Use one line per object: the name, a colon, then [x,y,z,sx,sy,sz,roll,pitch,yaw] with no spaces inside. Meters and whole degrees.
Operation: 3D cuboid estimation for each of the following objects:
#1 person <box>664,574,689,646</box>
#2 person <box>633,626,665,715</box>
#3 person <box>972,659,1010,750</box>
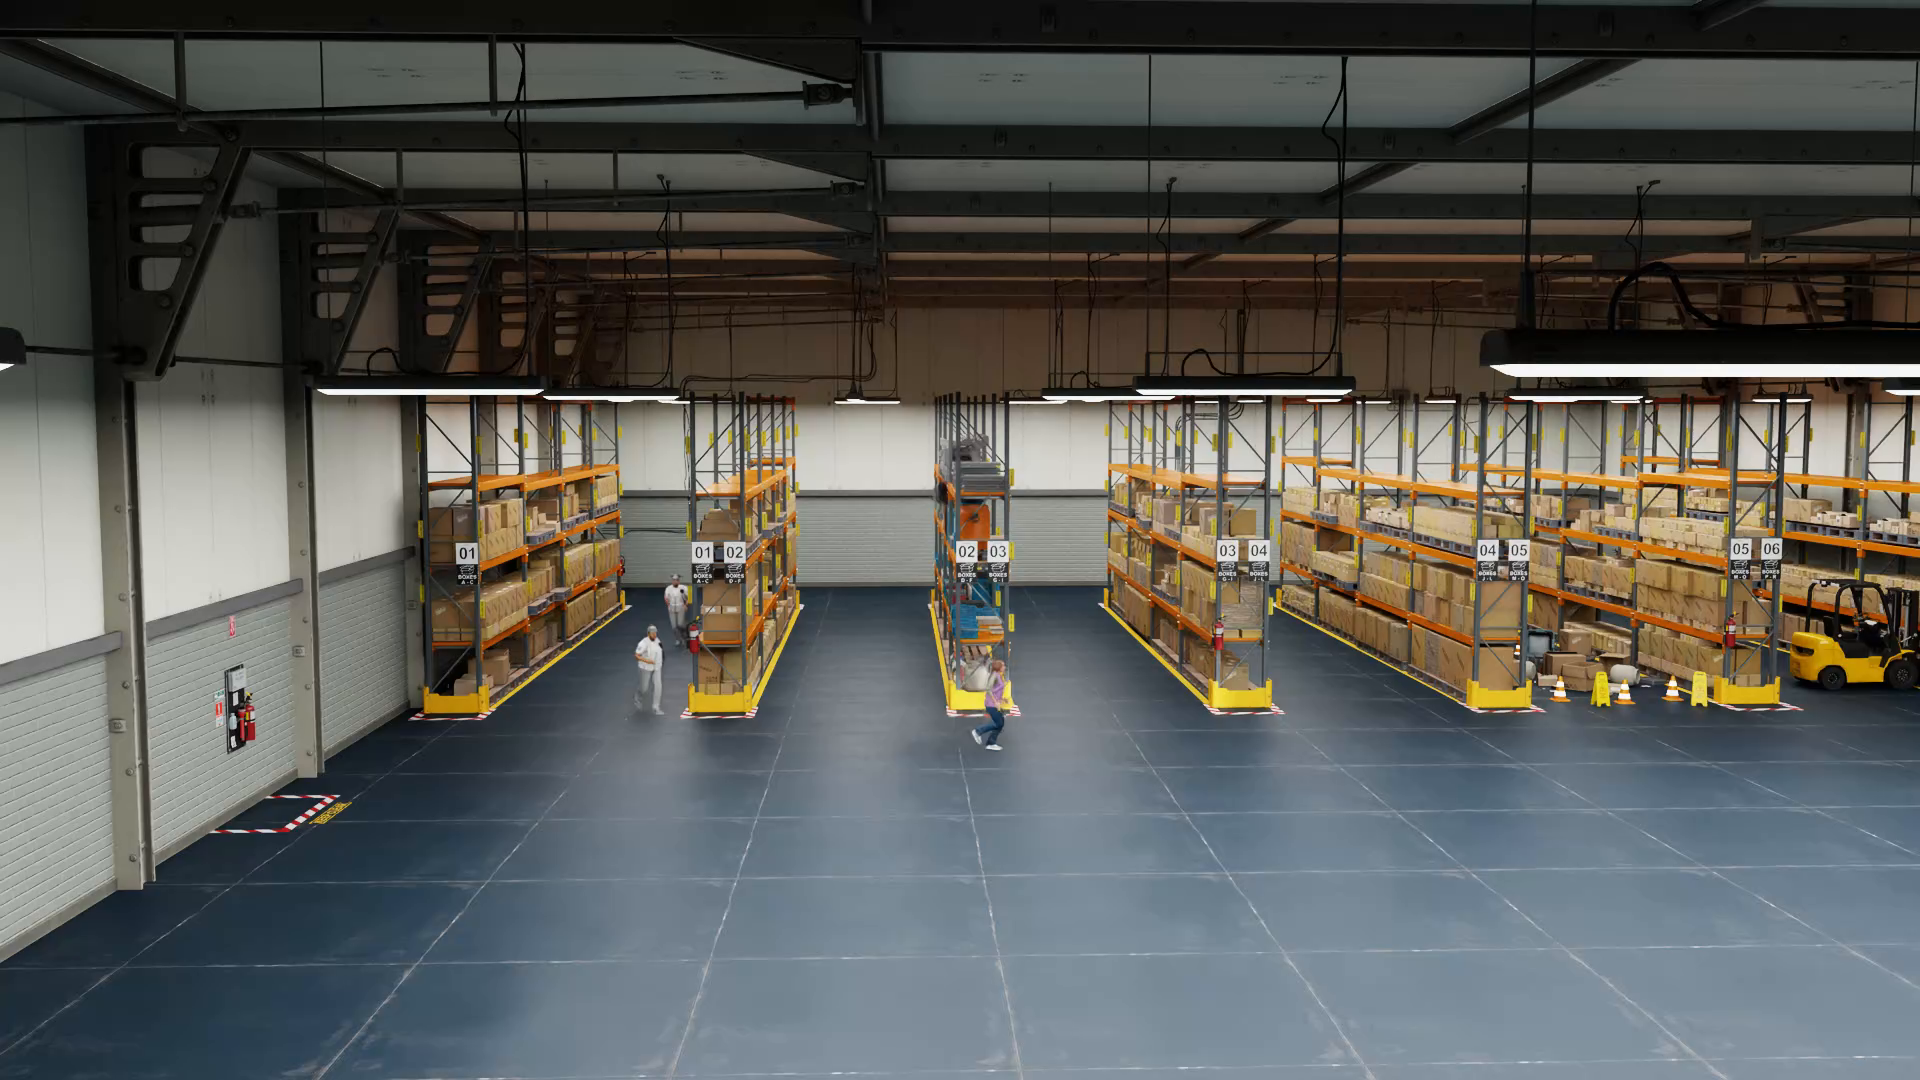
person: [-6.752,1.676,39.609,0.631,1.756,0.645,0,5,3]
person: [-5.799,2.404,31.011,0.608,1.634,0.858,-4,6,-38]
person: [0.507,2.746,27.711,0.587,1.542,0.567,1,5,16]
